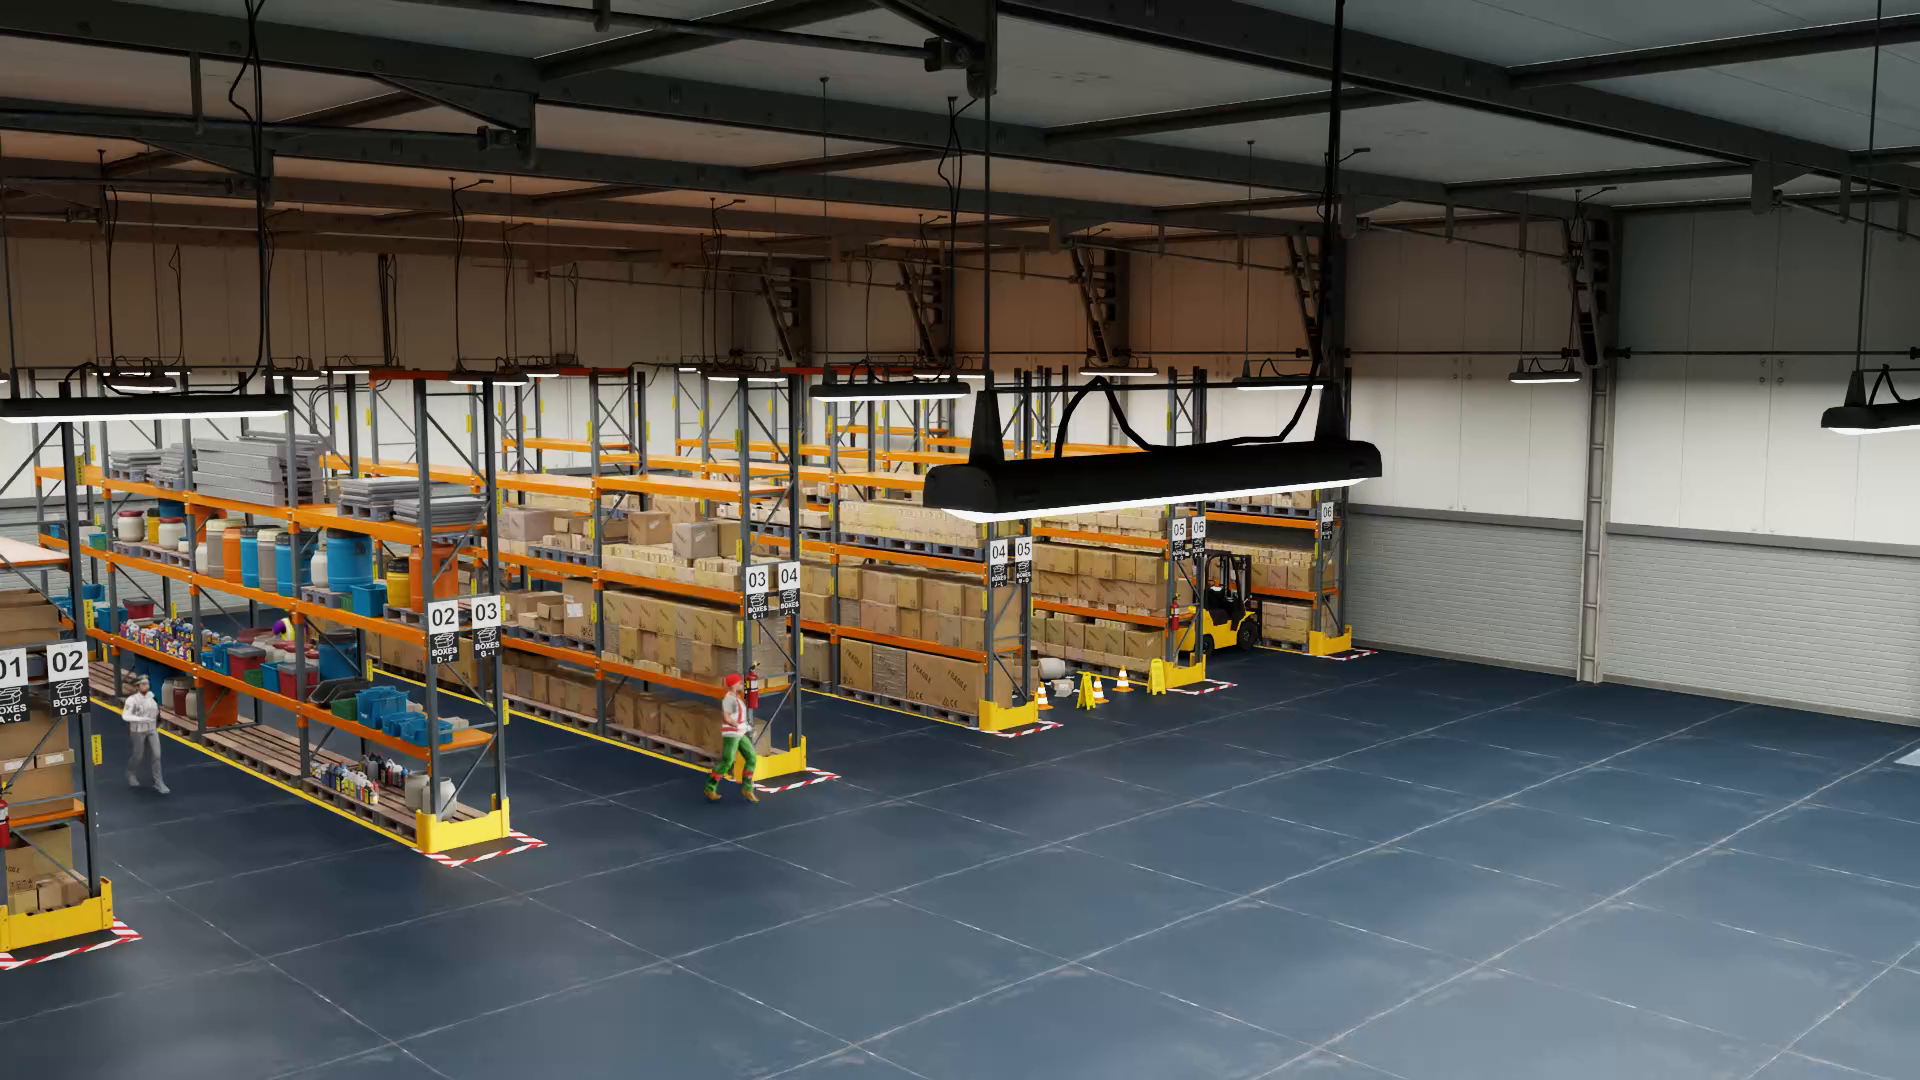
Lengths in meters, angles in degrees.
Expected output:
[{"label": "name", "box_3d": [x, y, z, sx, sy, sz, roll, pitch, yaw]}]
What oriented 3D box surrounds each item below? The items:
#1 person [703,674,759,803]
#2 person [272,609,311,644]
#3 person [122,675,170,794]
[{"label": "person", "box_3d": [-3.204, 2.801, 23.587, 0.775, 1.811, 0.719, 1, 7, 9]}, {"label": "person", "box_3d": [-12.258, 2.029, 30.588, 0.594, 1.726, 0.730, 5, 8, 40]}, {"label": "person", "box_3d": [-11.787, 2.775, 23.983, 0.886, 1.711, 0.602, 4, 8, 35]}]
